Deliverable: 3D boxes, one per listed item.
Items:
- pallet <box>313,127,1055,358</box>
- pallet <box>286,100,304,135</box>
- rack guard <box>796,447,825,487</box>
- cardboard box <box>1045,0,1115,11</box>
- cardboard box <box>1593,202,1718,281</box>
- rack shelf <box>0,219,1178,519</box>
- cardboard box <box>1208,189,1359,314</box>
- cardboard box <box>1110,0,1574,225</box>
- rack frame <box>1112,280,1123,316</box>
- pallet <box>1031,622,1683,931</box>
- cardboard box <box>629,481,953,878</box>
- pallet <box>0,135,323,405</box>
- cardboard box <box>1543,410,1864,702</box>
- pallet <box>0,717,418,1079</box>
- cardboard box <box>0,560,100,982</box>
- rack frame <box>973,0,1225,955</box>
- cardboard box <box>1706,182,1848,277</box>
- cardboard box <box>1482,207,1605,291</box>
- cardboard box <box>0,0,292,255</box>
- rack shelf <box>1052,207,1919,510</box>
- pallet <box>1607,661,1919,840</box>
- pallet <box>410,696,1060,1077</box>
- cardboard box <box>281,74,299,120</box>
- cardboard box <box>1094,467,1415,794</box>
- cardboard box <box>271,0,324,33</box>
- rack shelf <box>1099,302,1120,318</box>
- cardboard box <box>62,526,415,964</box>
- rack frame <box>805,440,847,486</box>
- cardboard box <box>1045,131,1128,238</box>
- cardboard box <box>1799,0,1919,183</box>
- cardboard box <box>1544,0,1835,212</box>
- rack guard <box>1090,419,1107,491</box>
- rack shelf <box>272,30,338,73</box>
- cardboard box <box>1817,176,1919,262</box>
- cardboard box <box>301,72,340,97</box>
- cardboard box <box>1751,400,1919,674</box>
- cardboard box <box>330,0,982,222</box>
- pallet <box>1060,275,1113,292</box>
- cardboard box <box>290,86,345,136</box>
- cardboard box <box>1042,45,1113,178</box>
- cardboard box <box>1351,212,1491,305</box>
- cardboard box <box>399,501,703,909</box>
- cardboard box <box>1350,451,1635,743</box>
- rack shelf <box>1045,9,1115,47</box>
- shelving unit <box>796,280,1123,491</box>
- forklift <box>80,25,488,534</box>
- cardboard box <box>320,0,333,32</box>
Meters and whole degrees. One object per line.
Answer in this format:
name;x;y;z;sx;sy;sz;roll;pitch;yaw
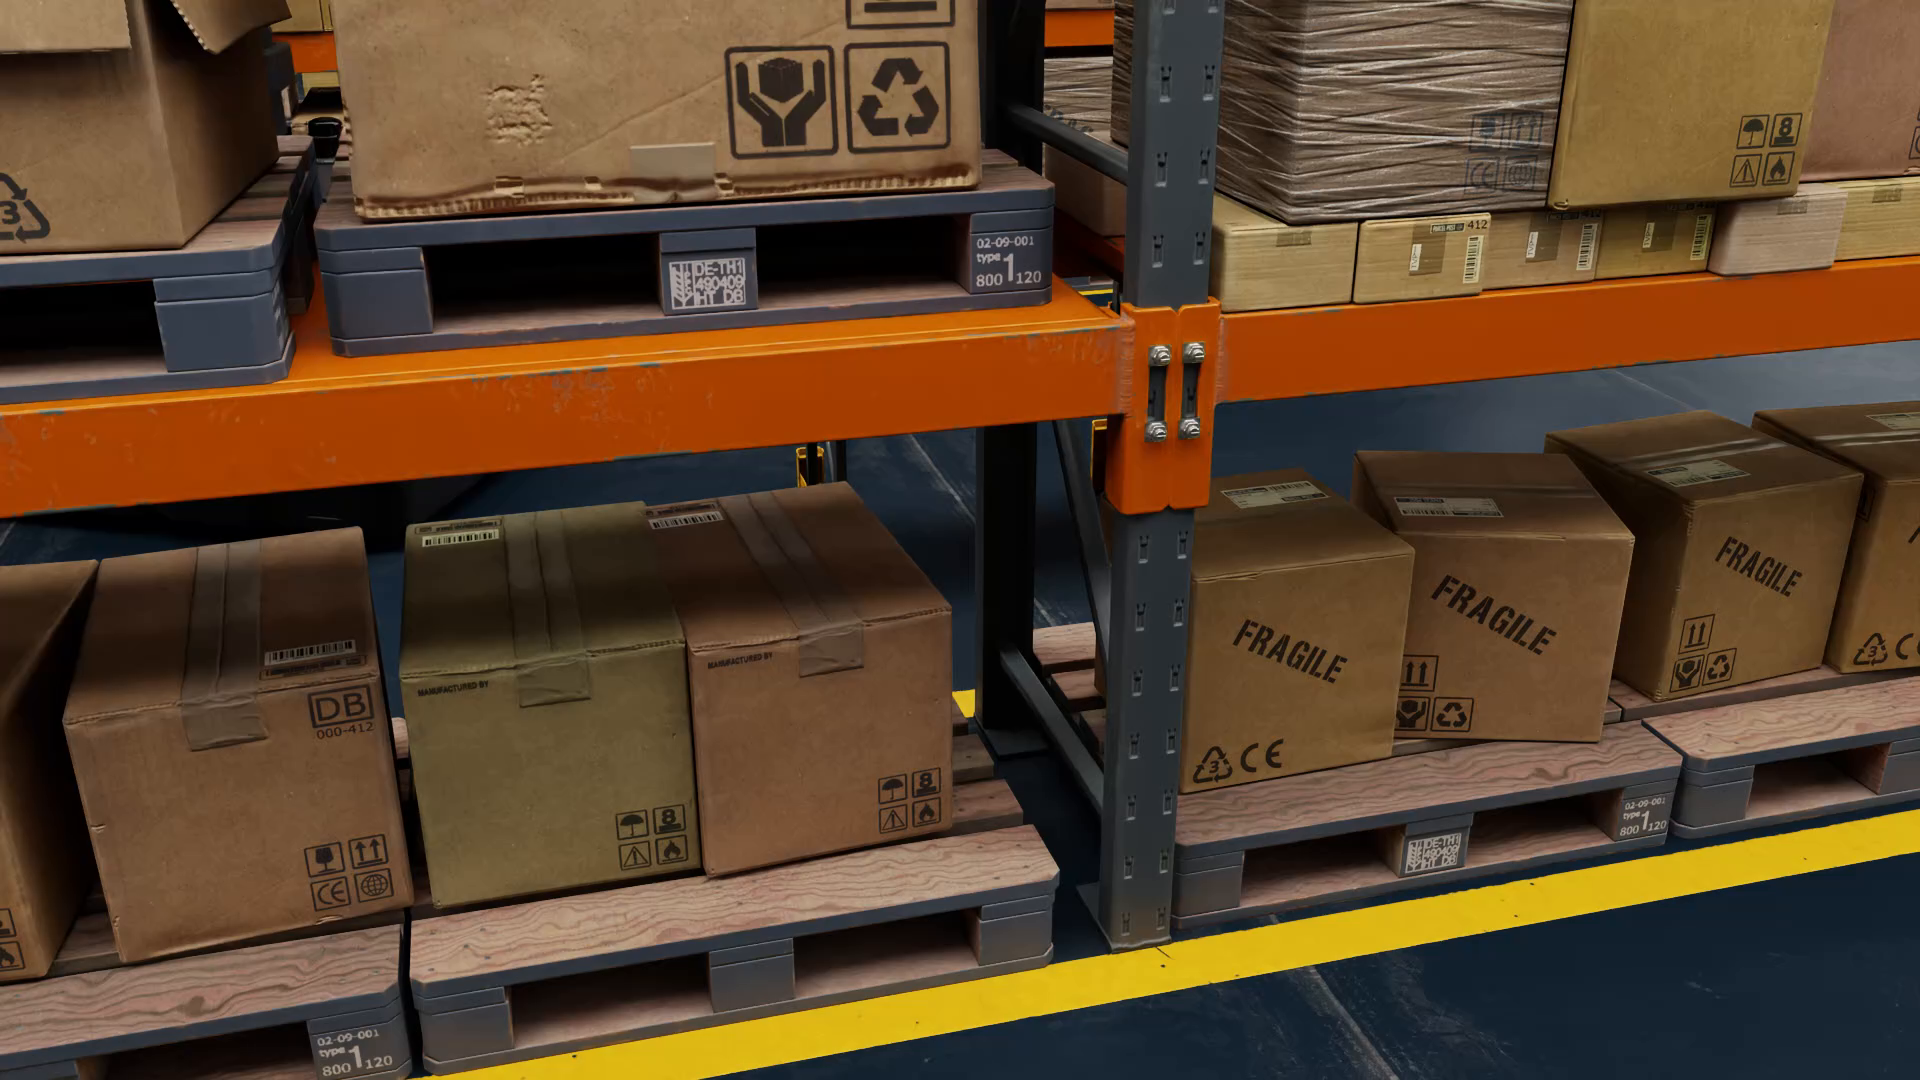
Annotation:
pallet;-0.546;-0.632;3.163;1.213;0.211;1.003;-6;24;-14
pallet;-4.373;-3.013;12.004;1.213;0.211;1.003;-6;24;-14
rack guard;-0.406;-0.070;5.096;0.087;0.250;0.587;-6;24;-14
cardboard box;0.414;-2.833;7.859;0.550;0.550;0.875;-6;24;-14
cardboard box;1.234;-0.629;3.230;0.250;0.149;0.380;-6;24;-14
rack shelf;-1.696;-0.203;2.832;4.000;0.370;1.077;-6;24;-14
cardboard box;0.518;-0.540;3.023;0.250;0.149;0.380;-6;24;-14
cardboard box;0.680;-0.954;3.165;0.500;0.500;0.875;-6;24;-14
rack frame;0.572;-0.752;5.102;0.032;1.500;0.500;-6;24;-14
pallet;0.867;0.450;3.934;1.213;0.211;1.003;-6;24;-14
cardboard box;-0.367;0.257;3.459;0.500;0.500;0.700;-8;25;-18
pallet;-1.727;-0.459;2.759;1.213;0.211;1.003;-6;24;-14
cardboard box;1.752;0.022;4.033;0.500;0.500;0.500;-9;25;-19
pallet;-1.696;0.750;3.235;1.213;0.211;1.003;-6;24;-14
cardboard box;-1.907;0.420;3.079;0.500;0.500;0.700;-4;24;-10
rack frame;0.230;-0.747;3.186;0.127;3.000;1.000;-6;24;-14
cardboard box;1.485;-0.640;3.256;0.250;0.149;0.380;-6;24;-14
cardboard box;0.995;-0.599;3.160;0.250;0.149;0.380;-6;24;-14
cardboard box;-1.414;-0.767;2.571;0.637;0.503;0.797;-4;24;-9
rack shelf;2.155;-0.629;3.825;4.000;0.370;1.077;-6;24;-14
pallet;2.044;0.318;4.240;1.213;0.211;1.003;-6;24;-14
pallet;-0.520;0.618;3.541;1.213;0.211;1.003;-6;24;-14
cardboard box;-5.044;-3.206;11.719;0.625;0.372;0.950;-7;24;-15
cardboard box;0.626;0.182;3.660;0.500;0.500;0.500;-7;24;-16
cardboard box;-2.904;-2.367;6.835;0.500;0.500;0.500;-7;24;-15
rack shelf;0.082;-0.533;5.046;1.000;0.185;0.538;-6;24;-14
cardboard box;-1.370;0.360;3.218;0.500;0.500;0.700;-8;25;-19
rack frame;-0.407;-0.644;4.849;0.032;1.500;0.500;-6;24;-14
cardboard box;0.357;-0.766;3.549;0.250;0.149;0.380;-6;24;-14
cardboard box;1.625;-1.085;3.471;0.500;0.500;0.875;-6;24;-14
cardboard box;1.171;-0.994;3.258;0.500;0.500;0.875;-6;24;-14
rack guard;0.553;-0.176;5.343;0.087;0.250;0.587;-6;24;-14
rack shelf;-2.938;-2.097;7.245;4.000;0.370;1.077;-6;24;-14
cardboard box;1.715;-0.682;3.355;0.250;0.149;0.380;-6;24;-14
cardboard box;-4.312;-3.285;11.902;0.625;0.372;0.950;-6;24;-13
cardboard box;2.301;-0.021;4.132;0.500;0.500;0.500;-4;24;-9
cardboard box;-0.573;-1.184;2.912;1.000;1.000;1.000;-6;24;-14
pallet;0.917;-1.542;8.575;1.213;0.211;1.003;-6;24;-14
cardboard box;-2.516;-1.598;7.491;0.750;0.750;1.050;-6;24;-14
cardboard box;0.478;-1.995;8.257;0.875;0.875;0.875;-6;24;-14
cardboard box;0.762;-0.562;3.073;0.250;0.149;0.380;-6;24;-14
cardboard box;-0.832;0.301;3.357;0.500;0.500;0.700;-6;24;-15
cardboard box;1.175;0.118;3.809;0.500;0.500;0.500;1;23;3
rack shelf;0.913;-2.523;8.238;4.000;0.370;1.077;-6;24;-14
shelving unit;0.073;-0.697;4.973;1.083;1.500;0.587;-6;24;-14
forklift;-3.070;-1.620;5.309;3.031;2.935;1.130;5;24;11
cardboard box;-2.416;-2.422;6.963;0.500;0.500;0.500;-6;24;-14
